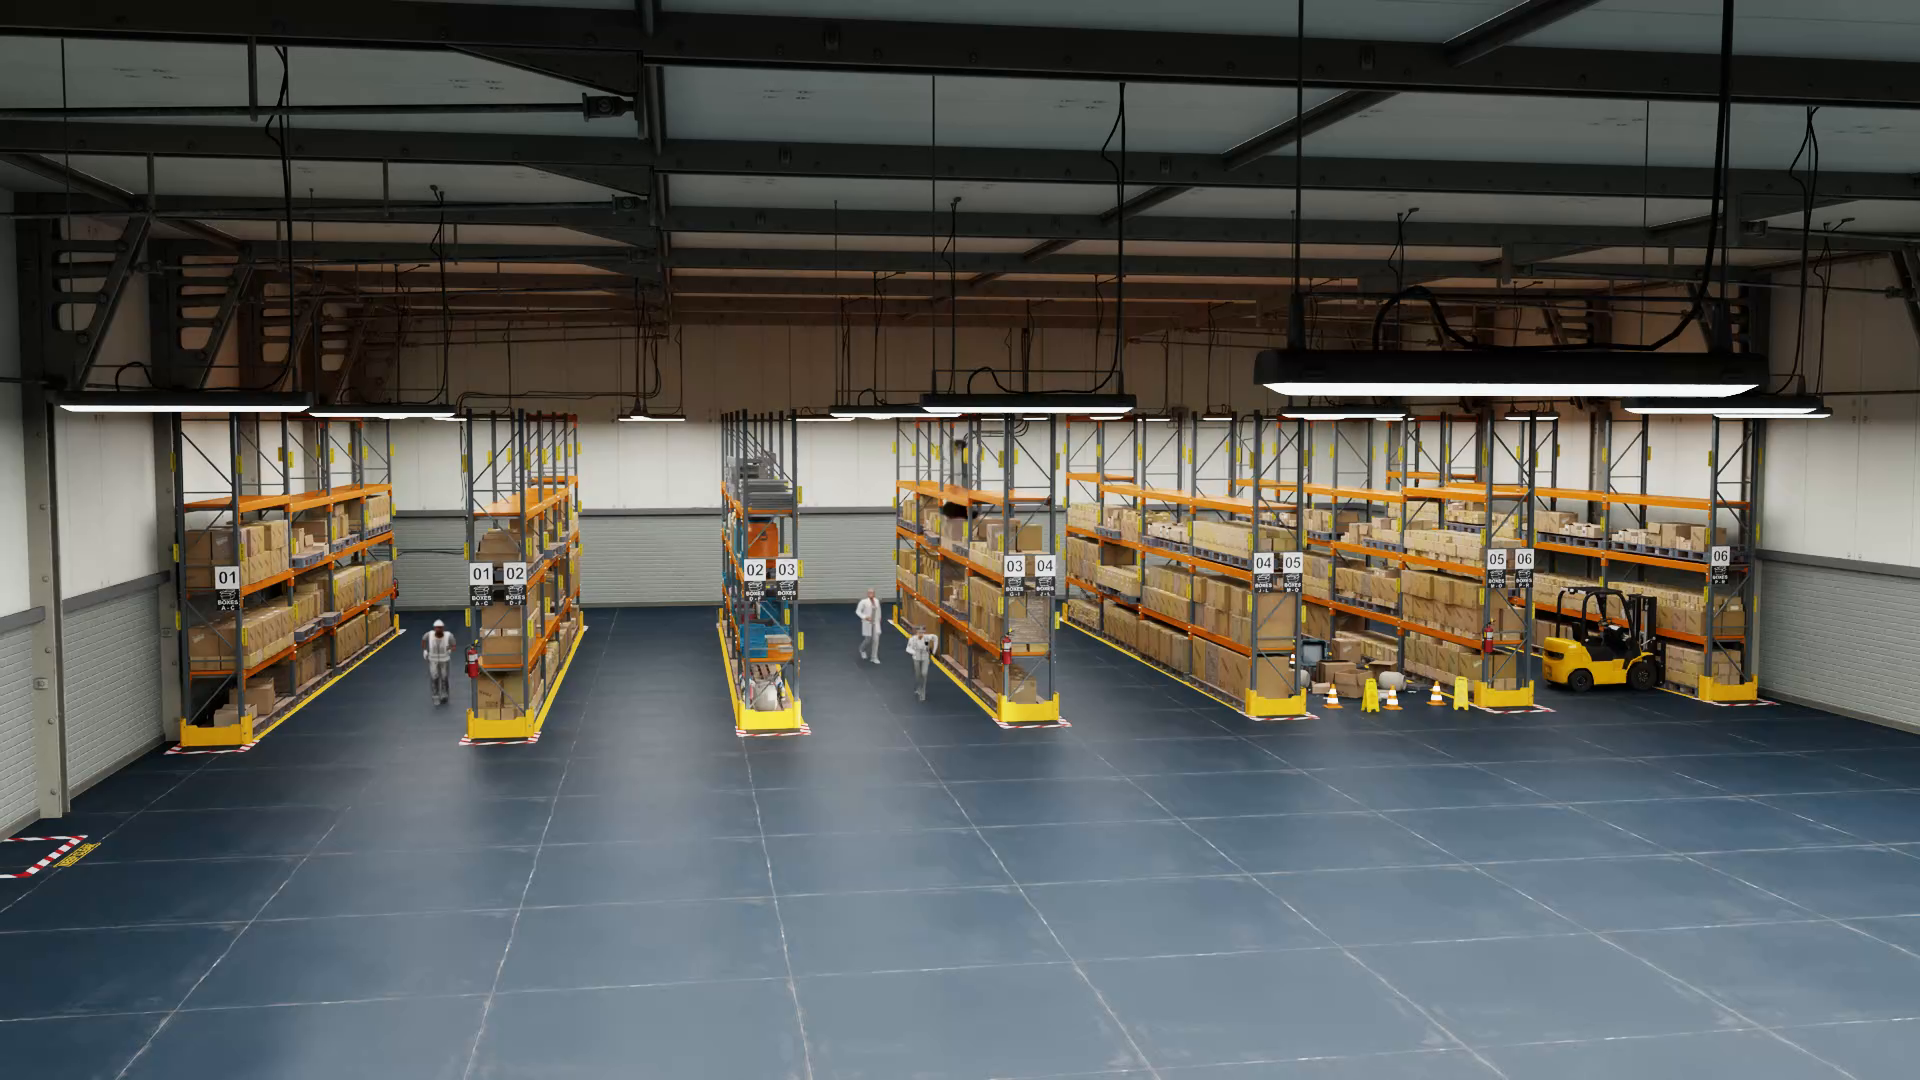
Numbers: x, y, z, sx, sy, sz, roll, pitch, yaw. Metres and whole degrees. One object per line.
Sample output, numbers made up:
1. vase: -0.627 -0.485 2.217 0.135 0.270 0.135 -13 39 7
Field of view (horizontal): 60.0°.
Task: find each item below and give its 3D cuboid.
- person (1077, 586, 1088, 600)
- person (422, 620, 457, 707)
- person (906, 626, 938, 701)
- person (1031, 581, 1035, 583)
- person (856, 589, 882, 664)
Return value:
1. person: 3.814 1.415 49.832 0.620 1.707 0.730 1 4 11
2. person: -10.651 2.496 34.054 0.697 1.775 0.917 -1 4 -15
3. person: -0.805 2.551 34.657 0.623 1.609 0.949 0 4 -1
4. person: 1.893 1.530 48.733 0.597 1.695 0.743 0 4 3
5. person: -2.167 2.052 39.972 0.712 1.771 0.955 -2 4 -25
